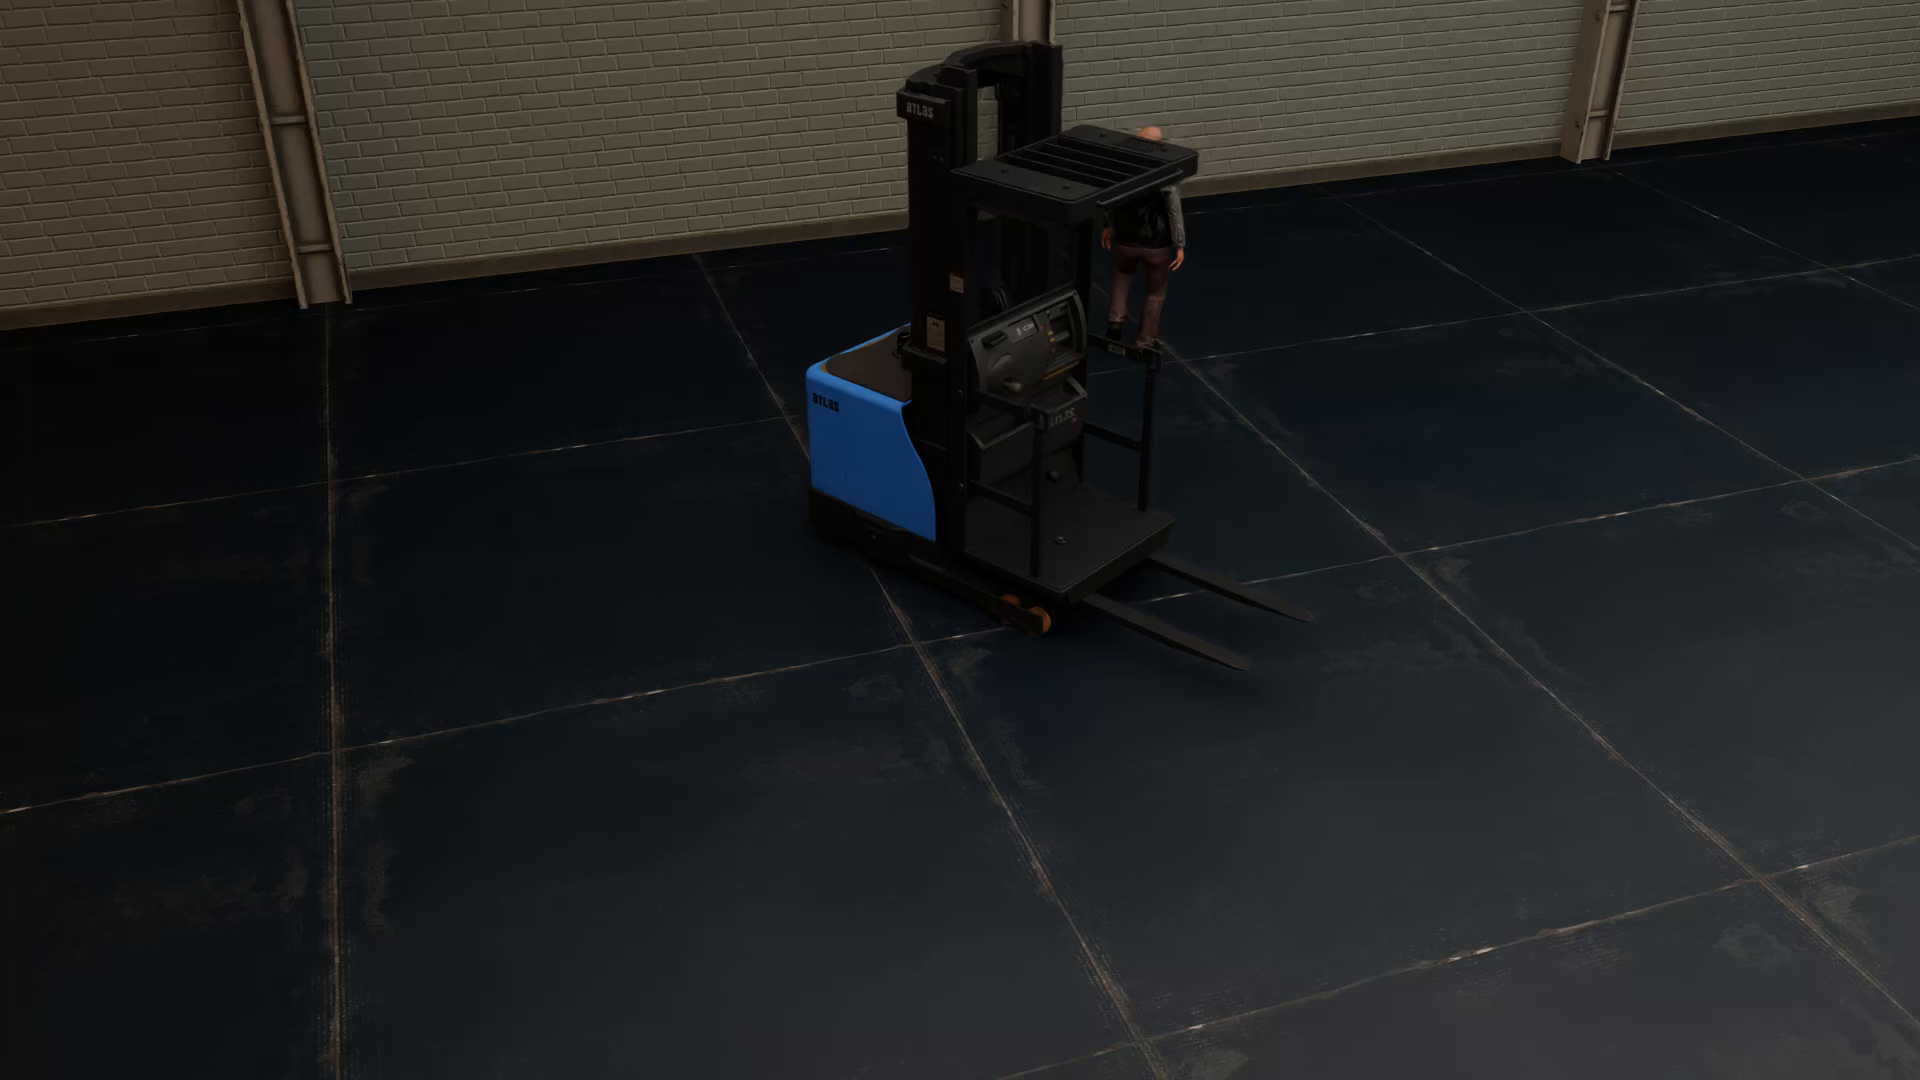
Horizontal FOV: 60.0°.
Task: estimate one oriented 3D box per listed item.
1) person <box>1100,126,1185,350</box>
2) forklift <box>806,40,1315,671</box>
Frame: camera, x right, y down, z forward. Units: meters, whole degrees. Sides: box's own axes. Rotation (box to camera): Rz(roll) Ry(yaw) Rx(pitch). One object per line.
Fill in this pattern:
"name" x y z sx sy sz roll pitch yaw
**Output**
"person" 1.345 -2.184 12.115 0.667 1.703 0.474 13 32 21
"forklift" 0.533 -1.036 8.888 3.031 2.935 1.130 23 37 35
